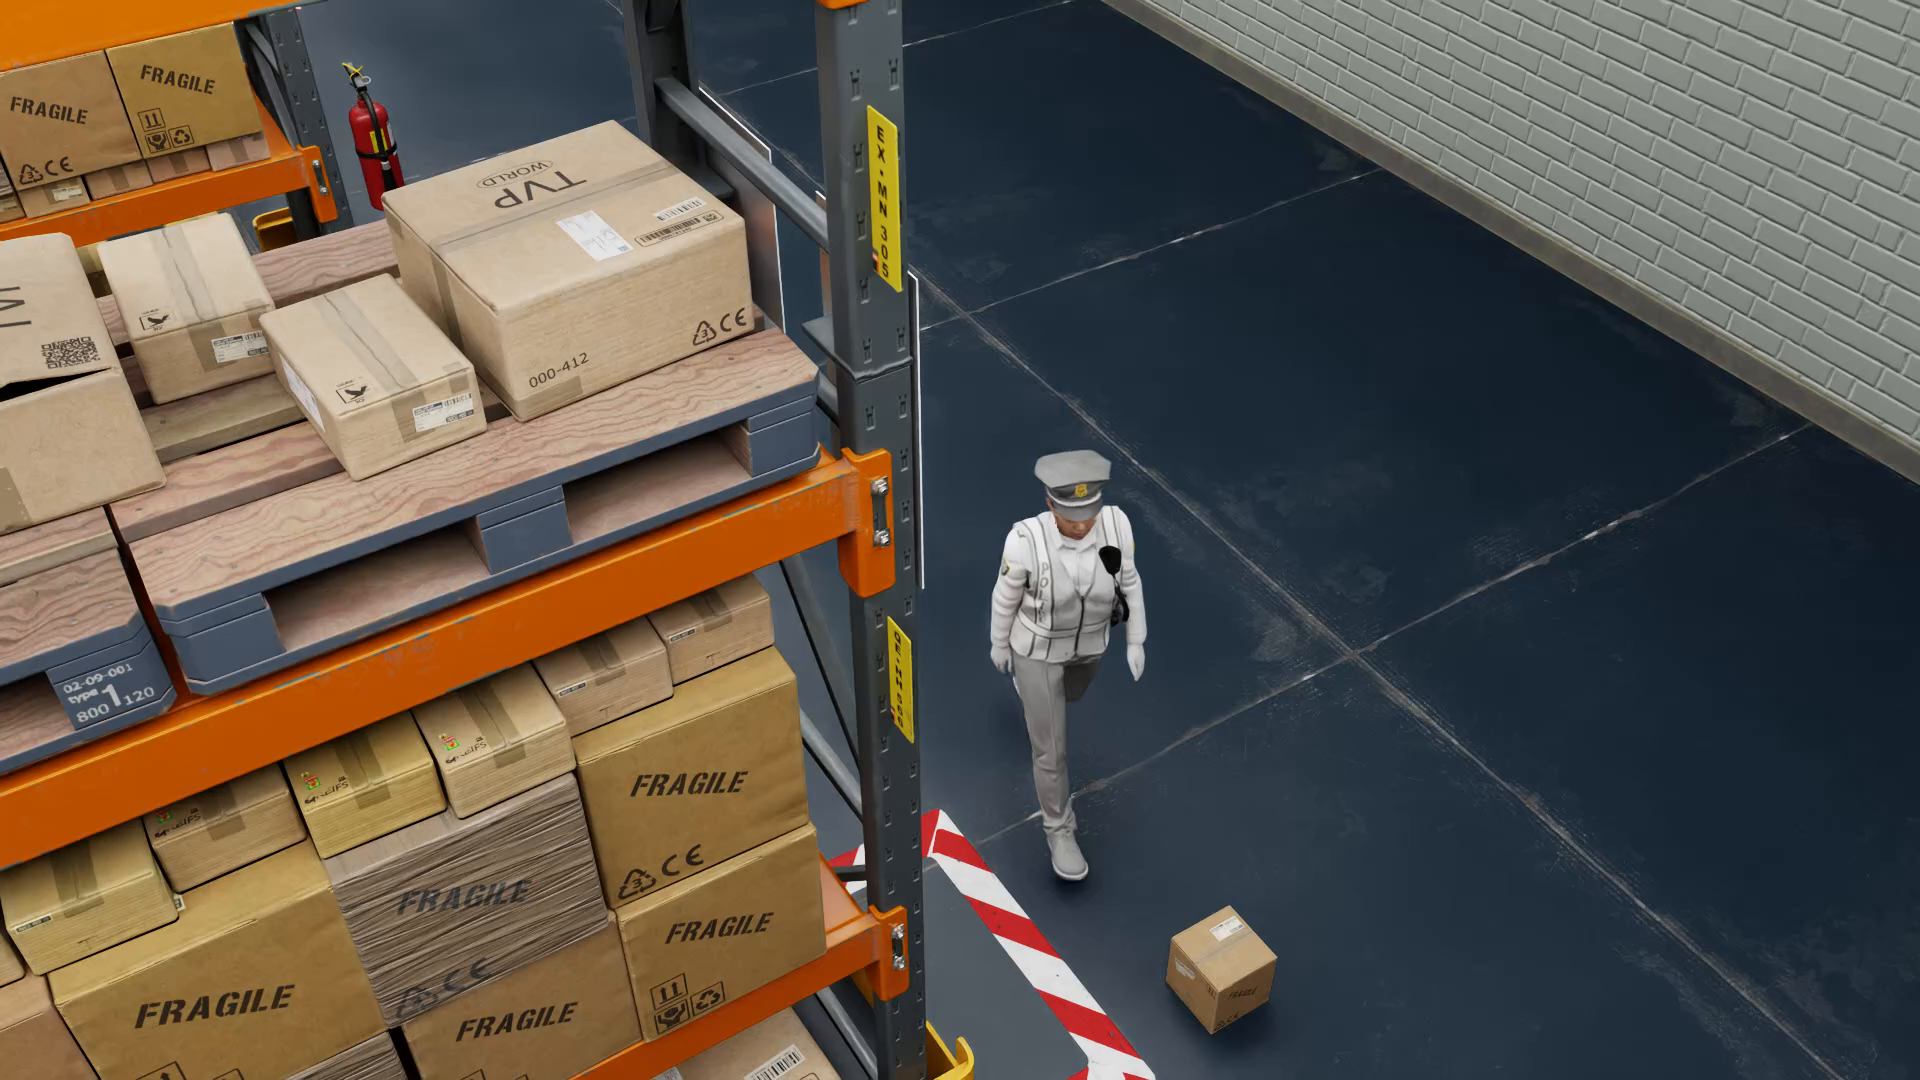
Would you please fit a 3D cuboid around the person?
[{"bbox_3d":[0.368,0.327,5.782,0.508,1.640,0.939,-15,43,-16],"label":"person"}]
